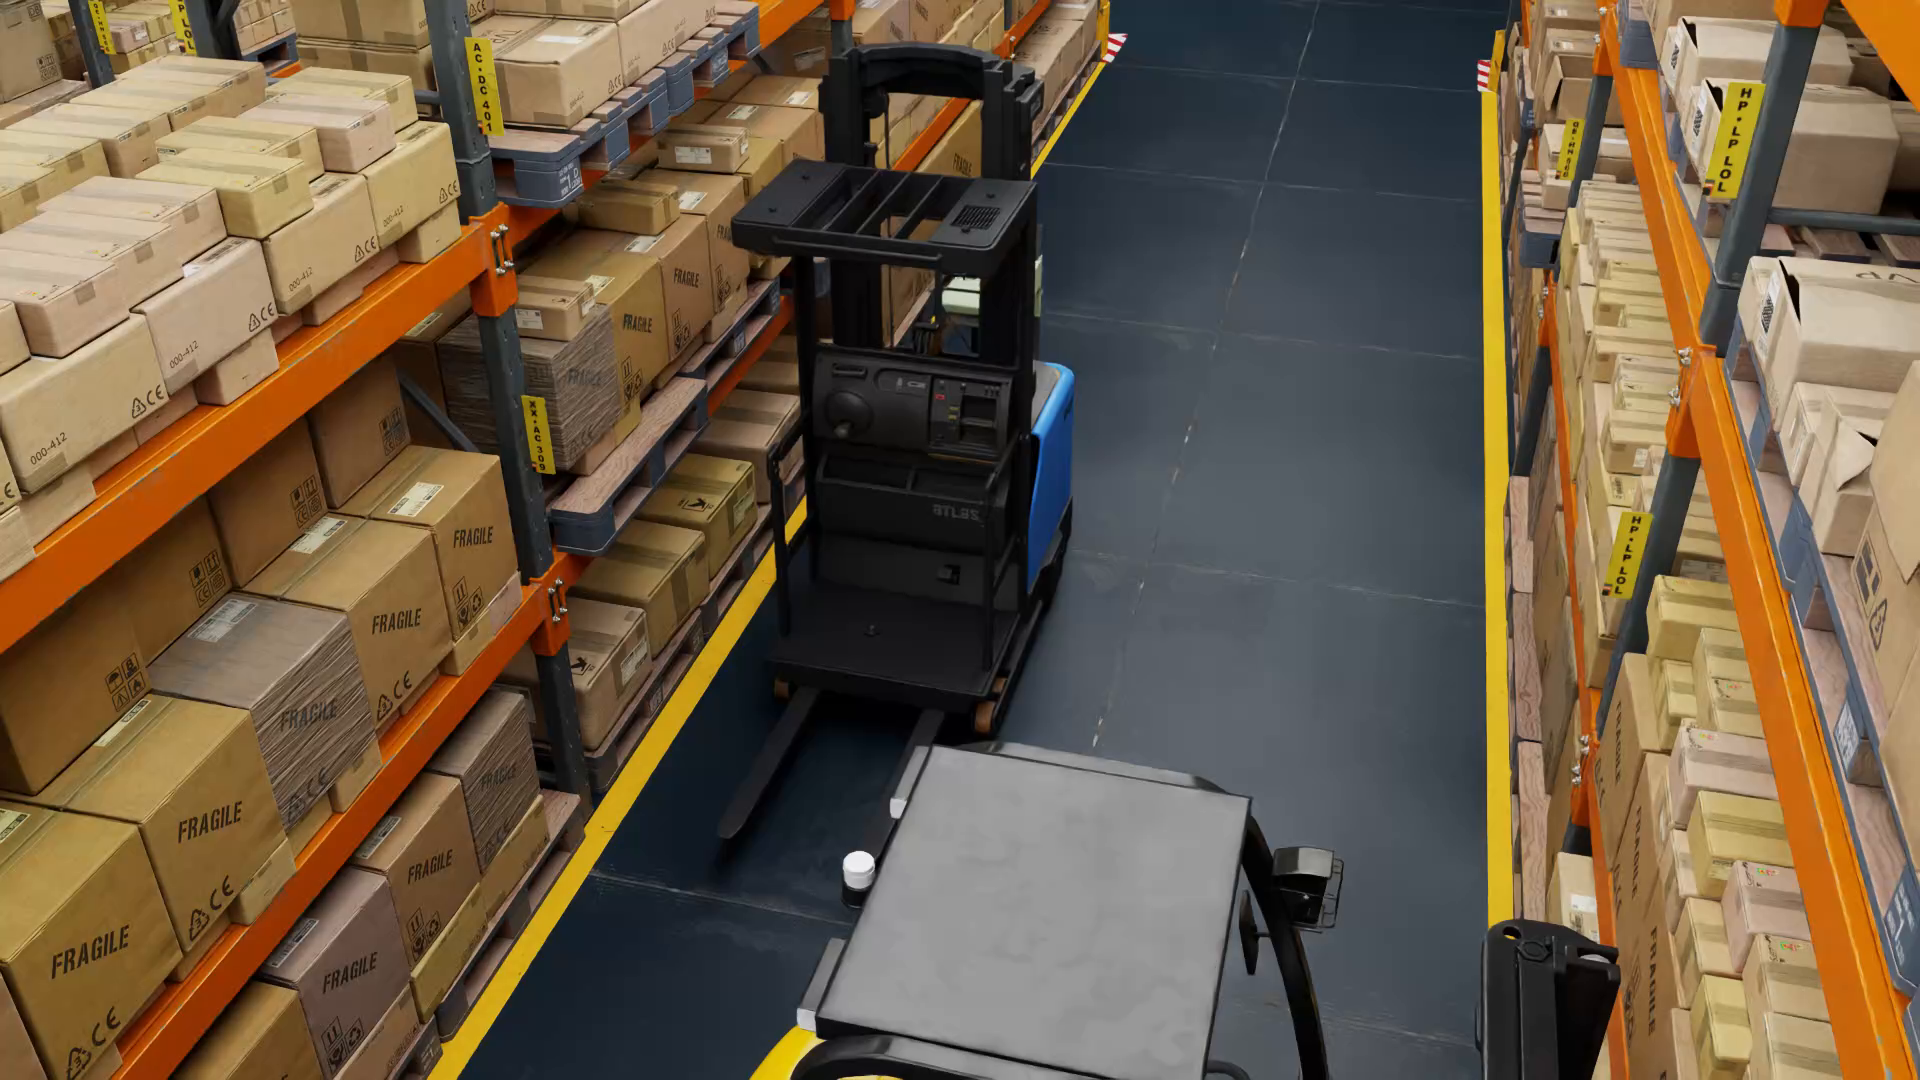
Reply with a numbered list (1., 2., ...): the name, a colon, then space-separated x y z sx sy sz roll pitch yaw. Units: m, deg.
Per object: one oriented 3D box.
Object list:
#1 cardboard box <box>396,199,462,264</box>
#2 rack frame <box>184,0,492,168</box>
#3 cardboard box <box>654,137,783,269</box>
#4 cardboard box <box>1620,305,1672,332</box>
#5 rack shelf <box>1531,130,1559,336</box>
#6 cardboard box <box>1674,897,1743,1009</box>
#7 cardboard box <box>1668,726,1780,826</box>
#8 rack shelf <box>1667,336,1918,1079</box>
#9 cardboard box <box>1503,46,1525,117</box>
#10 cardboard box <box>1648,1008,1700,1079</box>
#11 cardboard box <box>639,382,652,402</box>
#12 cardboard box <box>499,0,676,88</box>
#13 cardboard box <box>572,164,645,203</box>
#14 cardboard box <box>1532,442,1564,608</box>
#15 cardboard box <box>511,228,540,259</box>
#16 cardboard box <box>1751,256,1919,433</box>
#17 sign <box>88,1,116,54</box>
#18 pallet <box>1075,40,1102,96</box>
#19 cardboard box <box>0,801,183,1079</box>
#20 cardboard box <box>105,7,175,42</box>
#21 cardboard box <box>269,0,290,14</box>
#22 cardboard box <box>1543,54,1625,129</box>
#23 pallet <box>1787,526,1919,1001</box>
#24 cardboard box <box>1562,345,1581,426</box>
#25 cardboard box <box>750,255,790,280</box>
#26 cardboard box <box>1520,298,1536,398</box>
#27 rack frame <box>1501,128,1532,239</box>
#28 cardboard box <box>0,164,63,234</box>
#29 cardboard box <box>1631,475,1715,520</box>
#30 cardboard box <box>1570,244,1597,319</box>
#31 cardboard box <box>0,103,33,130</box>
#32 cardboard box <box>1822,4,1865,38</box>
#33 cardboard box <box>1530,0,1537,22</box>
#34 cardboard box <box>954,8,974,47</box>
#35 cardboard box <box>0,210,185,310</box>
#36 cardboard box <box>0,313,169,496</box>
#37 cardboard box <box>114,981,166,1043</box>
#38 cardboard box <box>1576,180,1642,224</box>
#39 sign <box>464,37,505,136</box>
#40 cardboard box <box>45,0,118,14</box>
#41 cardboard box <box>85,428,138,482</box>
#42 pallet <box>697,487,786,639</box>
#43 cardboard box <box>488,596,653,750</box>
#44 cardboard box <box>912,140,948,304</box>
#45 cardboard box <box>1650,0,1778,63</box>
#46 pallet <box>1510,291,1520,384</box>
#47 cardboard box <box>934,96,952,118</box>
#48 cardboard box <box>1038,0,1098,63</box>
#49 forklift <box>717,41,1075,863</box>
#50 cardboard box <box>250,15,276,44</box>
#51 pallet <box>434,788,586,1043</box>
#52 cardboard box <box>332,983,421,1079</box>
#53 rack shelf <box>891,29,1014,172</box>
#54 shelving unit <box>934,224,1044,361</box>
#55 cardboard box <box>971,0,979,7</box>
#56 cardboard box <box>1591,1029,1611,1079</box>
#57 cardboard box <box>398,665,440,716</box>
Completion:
1. cardboard box: -1.903 -1.054 5.549 0.380 0.149 0.250 8 33 13
2. rack frame: -2.118 -2.631 5.001 1.000 3.000 0.127 8 33 12
3. cardboard box: -1.197 -1.714 8.389 0.500 0.500 0.500 6 33 9
4. cardboard box: 3.043 -0.872 7.128 0.380 0.149 0.250 8 33 12
5. rack shelf: 4.206 -2.235 10.641 1.077 0.370 4.000 8 33 12
6. cardboard box: 1.996 1.049 4.107 0.380 0.149 0.250 7 33 11
7. cardboard box: 2.116 0.659 4.442 0.380 0.149 0.250 9 33 13
8. rack shelf: 2.176 0.650 3.306 1.077 0.370 4.000 8 33 12
9. cardboard box: 5.228 -4.032 14.735 0.700 0.500 0.500 9 34 14
10. cardboard box: 1.927 1.521 3.969 0.500 0.500 0.500 8 33 13
11. cardboard box: -1.603 -0.700 7.398 0.380 0.149 0.250 10 34 15
12. cardboard box: -1.454 -1.991 6.538 0.500 0.250 0.500 8 33 12
13. cardboard box: -1.829 -1.512 8.070 0.500 0.500 0.500 7 33 11
14. cardboard box: 3.369 -0.014 8.298 0.875 0.625 0.625 9 34 14
15. cardboard box: -2.057 -1.348 7.207 0.380 0.149 0.250 7 33 11
16. cardboard box: 2.237 -0.474 4.003 0.500 0.311 0.500 9 33 13
17. sign: -5.379 -3.211 10.426 0.100 0.325 0.005 8 33 12
18. pallet: 0.800 -4.724 16.484 1.003 0.211 1.213 8 33 12
19. cardboard box: -2.488 1.067 4.405 0.500 0.500 0.500 7 33 11
20. cardboard box: -5.547 -3.472 11.204 0.380 0.149 0.250 7 33 11
21. cardboard box: -5.210 -4.026 12.352 0.380 0.149 0.250 9 34 14
22. cardboard box: 3.934 -2.594 10.047 0.797 0.503 0.637 7 33 11
23. pallet: 2.181 0.423 3.075 1.003 0.211 1.213 8 33 12
24. cardboard box: 3.094 -0.712 7.714 0.500 0.250 0.500 7 33 11
25. cardboard box: -1.105 -1.484 8.631 0.380 0.149 0.250 9 33 13
26. cardboard box: 3.735 -1.130 10.171 0.500 0.500 0.500 8 33 12
27. rack frame: 4.714 -3.577 12.080 1.000 3.000 0.127 8 33 12
28. cardboard box: -2.734 -0.934 4.617 0.380 0.149 0.250 7 33 11
29. cardboard box: 2.604 -0.085 5.890 0.380 0.149 0.250 8 33 12
30. cardboard box: 3.222 -1.192 8.003 0.500 0.250 0.500 9 34 14
31. cardboard box: -5.899 -2.310 9.994 0.500 0.500 0.500 8 33 12
32. cardboard box: 3.491 -2.005 6.545 0.380 0.166 0.250 8 33 12
33. cardboard box: 4.720 -4.198 12.921 0.500 0.250 0.500 8 33 13
34. cardboard box: -0.210 -3.606 11.801 0.500 0.250 0.500 9 33 14
35. cardboard box: -2.252 -0.719 4.280 0.380 0.149 0.250 8 33 13
36. cardboard box: -2.355 -0.371 4.104 0.500 0.250 0.500 9 33 13
37. cardboard box: -2.500 1.265 4.698 0.380 0.149 0.250 9 34 14
38. cardboard box: 3.333 -1.692 8.417 0.380 0.149 0.250 9 34 14
39. sign: -1.591 -1.513 5.557 0.100 0.325 0.005 8 33 12
40. cardboard box: -6.104 -3.701 11.565 0.380 0.149 0.250 9 34 14
41. cardboard box: -2.388 -0.265 4.308 0.380 0.149 0.250 8 33 12
42. pallet: -1.615 0.038 8.993 1.003 0.211 1.213 8 33 12
43. cardboard box: -1.988 0.560 7.631 0.950 0.372 0.625 8 33 13
44. cardboard box: -0.617 -2.265 11.606 0.875 0.875 0.875 8 33 13
45. cardboard box: 3.021 -2.158 6.474 0.500 0.500 0.500 9 33 14
46. pallet: 4.237 -1.338 11.157 1.003 0.211 1.213 8 33 12
47. cardboard box: -0.362 -3.128 11.515 0.500 0.250 0.500 8 33 12
48. cardboard box: 0.856 -5.066 16.420 0.875 0.438 0.875 7 33 11
49. forklift: -0.277 -0.556 7.392 1.130 2.935 3.031 9 33 13
50. cardboard box: -5.273 -3.761 12.212 0.380 0.149 0.250 8 33 13
51. pallet: -2.255 1.431 6.802 1.003 0.211 1.213 8 33 12
52. cardboard box: -2.267 1.768 5.844 0.500 0.250 0.500 9 33 13
53. rack shelf: -0.596 -2.909 11.701 1.077 0.370 4.000 8 33 12
54. shelving unit: 0.164 -0.946 9.340 0.431 1.500 0.755 9 33 13
55. cardboard box: -0.083 -4.179 12.003 0.500 0.500 0.500 9 33 13
56. cardboard box: 2.118 1.608 5.164 0.500 0.250 0.500 8 33 12
57. cardboard box: -2.103 0.470 5.949 0.380 0.149 0.250 8 33 13
